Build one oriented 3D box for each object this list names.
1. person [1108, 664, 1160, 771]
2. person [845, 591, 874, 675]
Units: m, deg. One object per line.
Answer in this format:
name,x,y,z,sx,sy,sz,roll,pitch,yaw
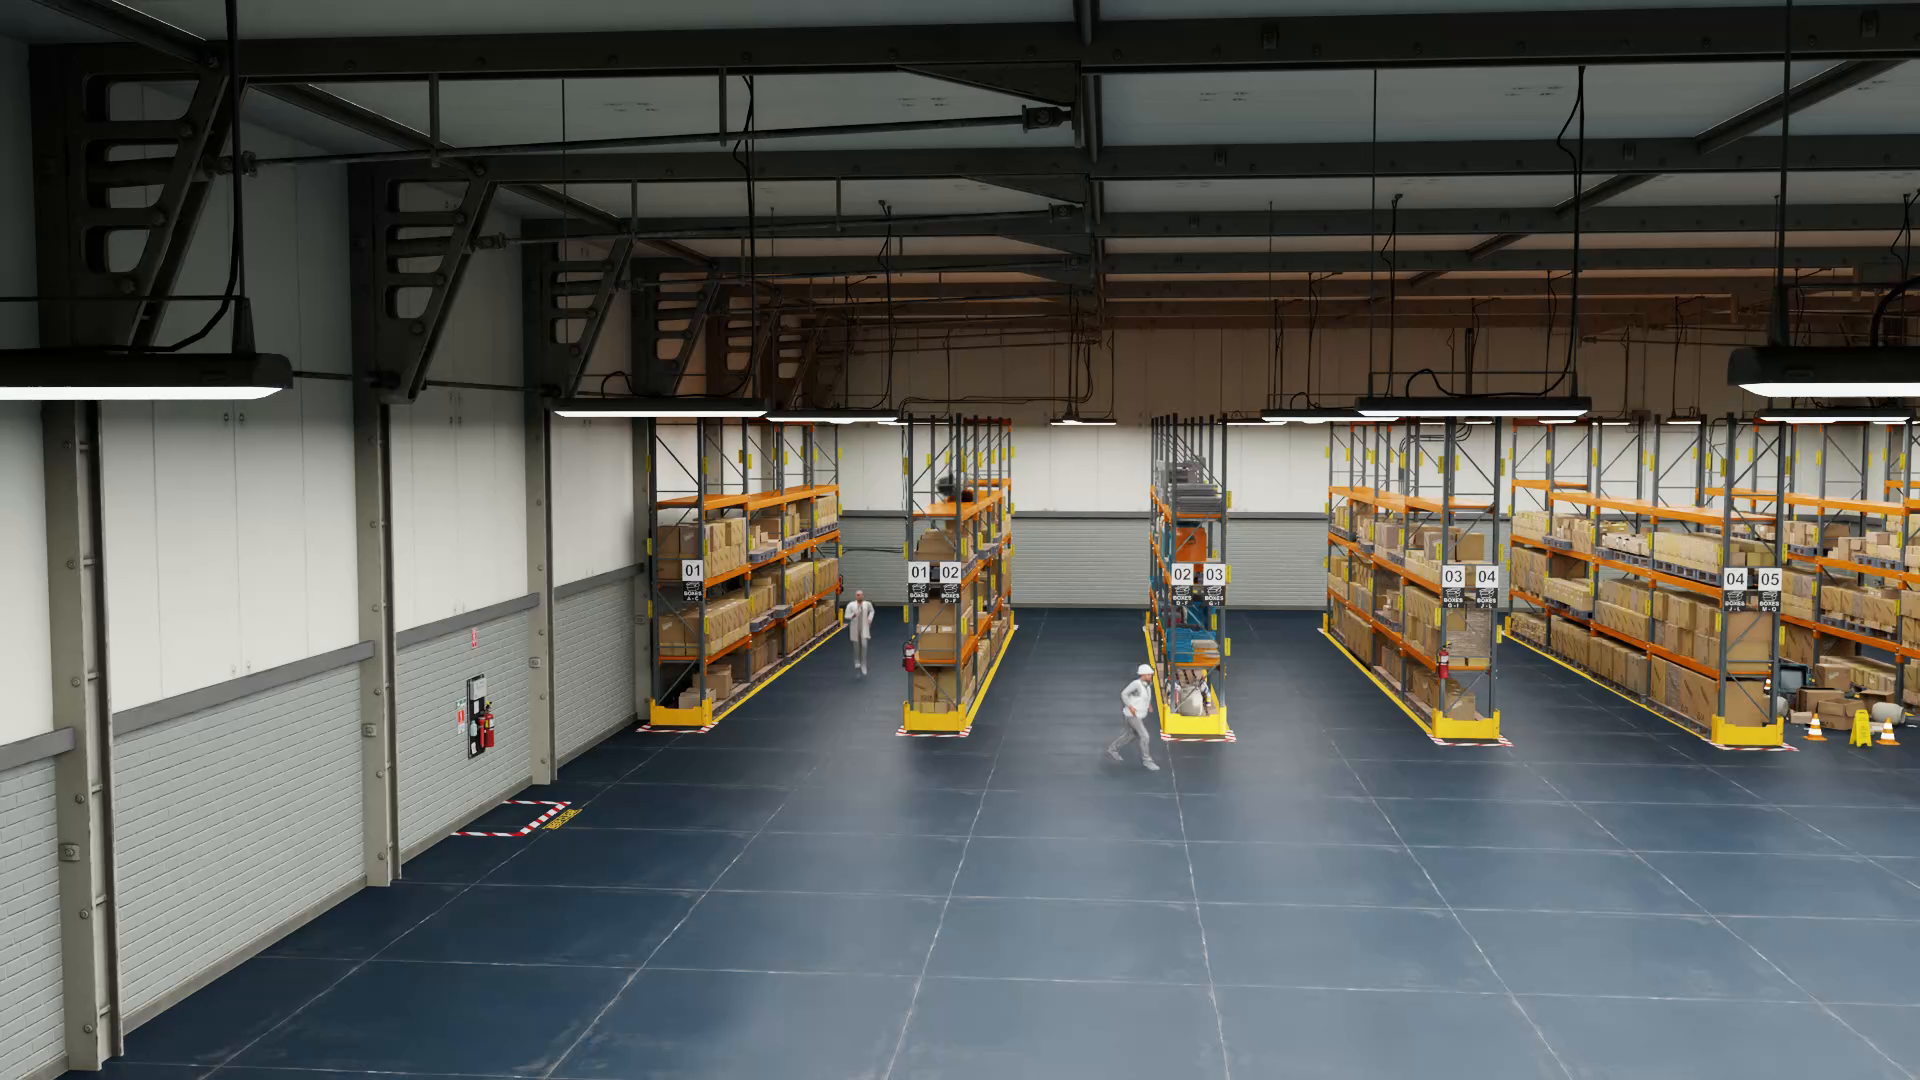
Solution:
person,2.919,2.964,28.014,0.993,1.773,0.673,3,5,34
person,-2.262,2.085,37.588,0.685,1.884,0.771,0,4,-6
